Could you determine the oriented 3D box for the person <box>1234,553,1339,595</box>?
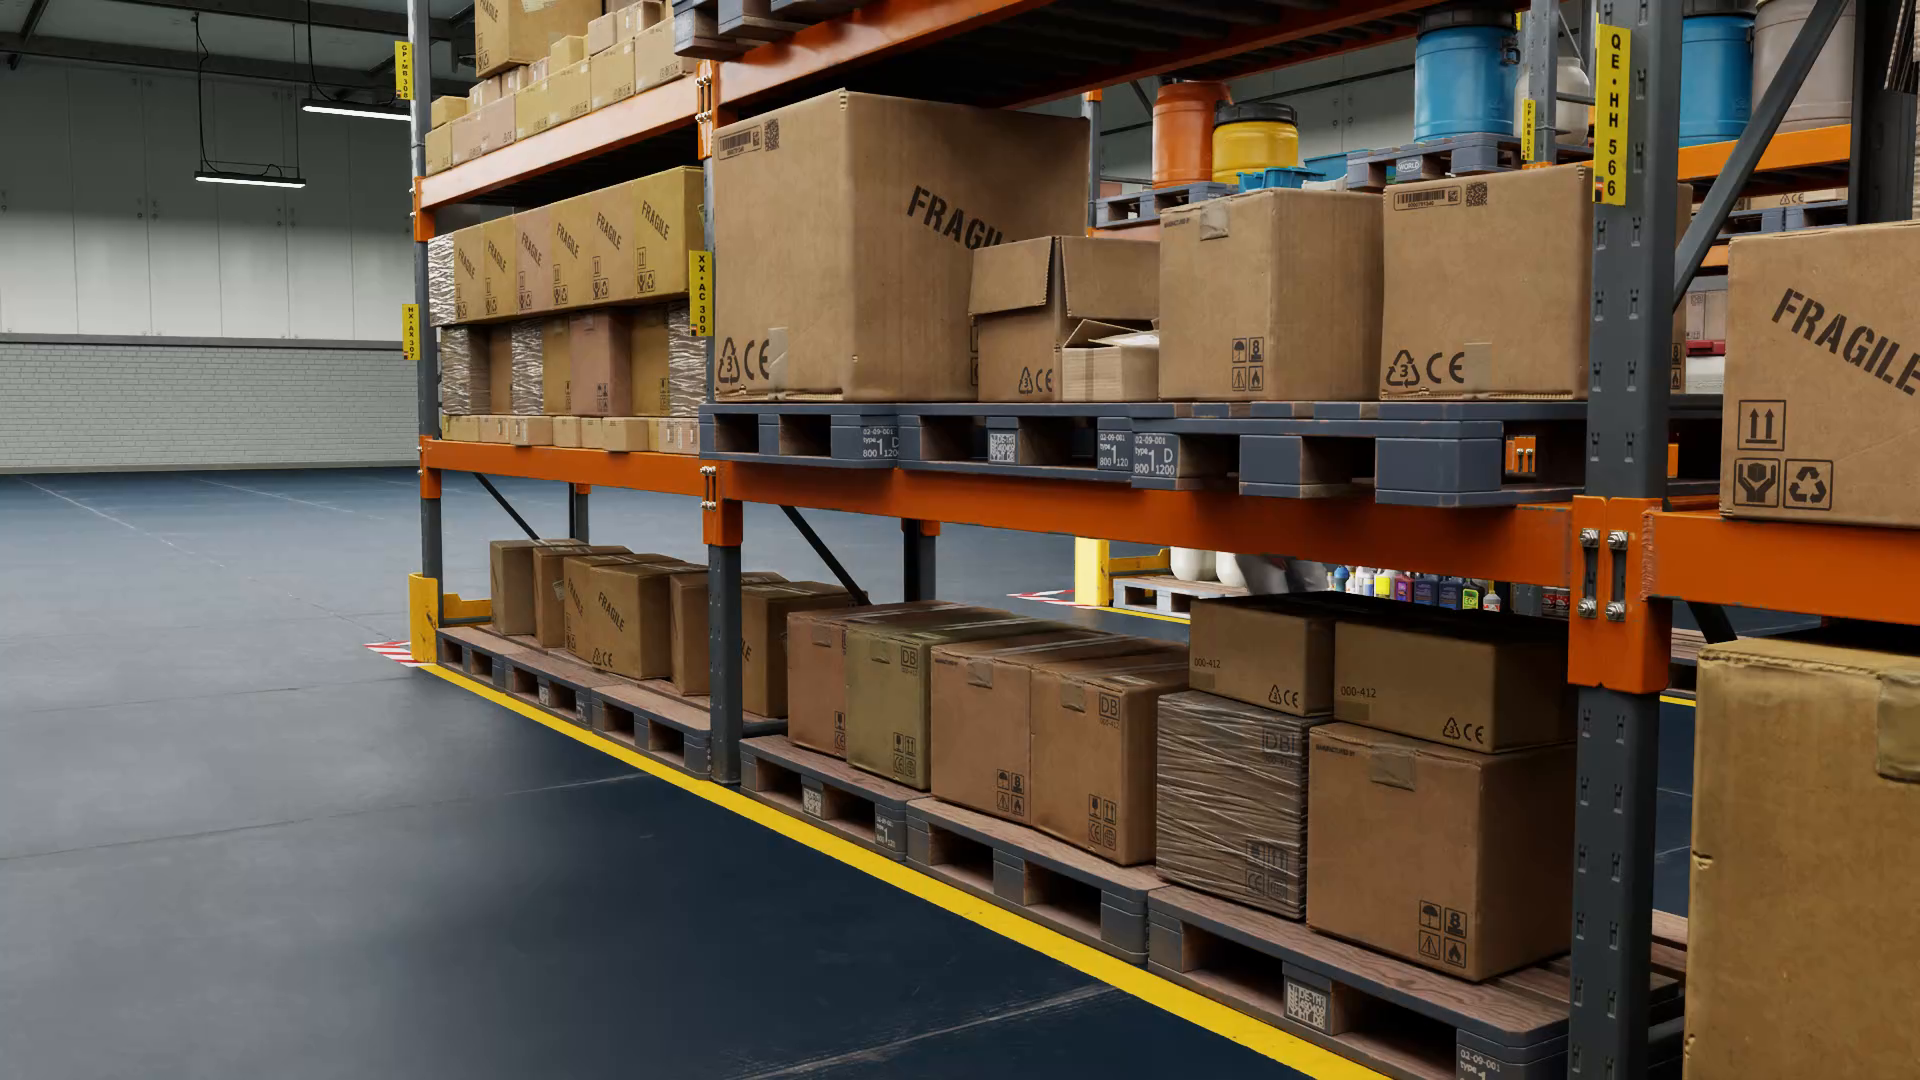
[{"bbox_3d":[1.637,-0.007,8.280,0.567,1.695,0.515,-3,5,-32],"label":"person"}]
